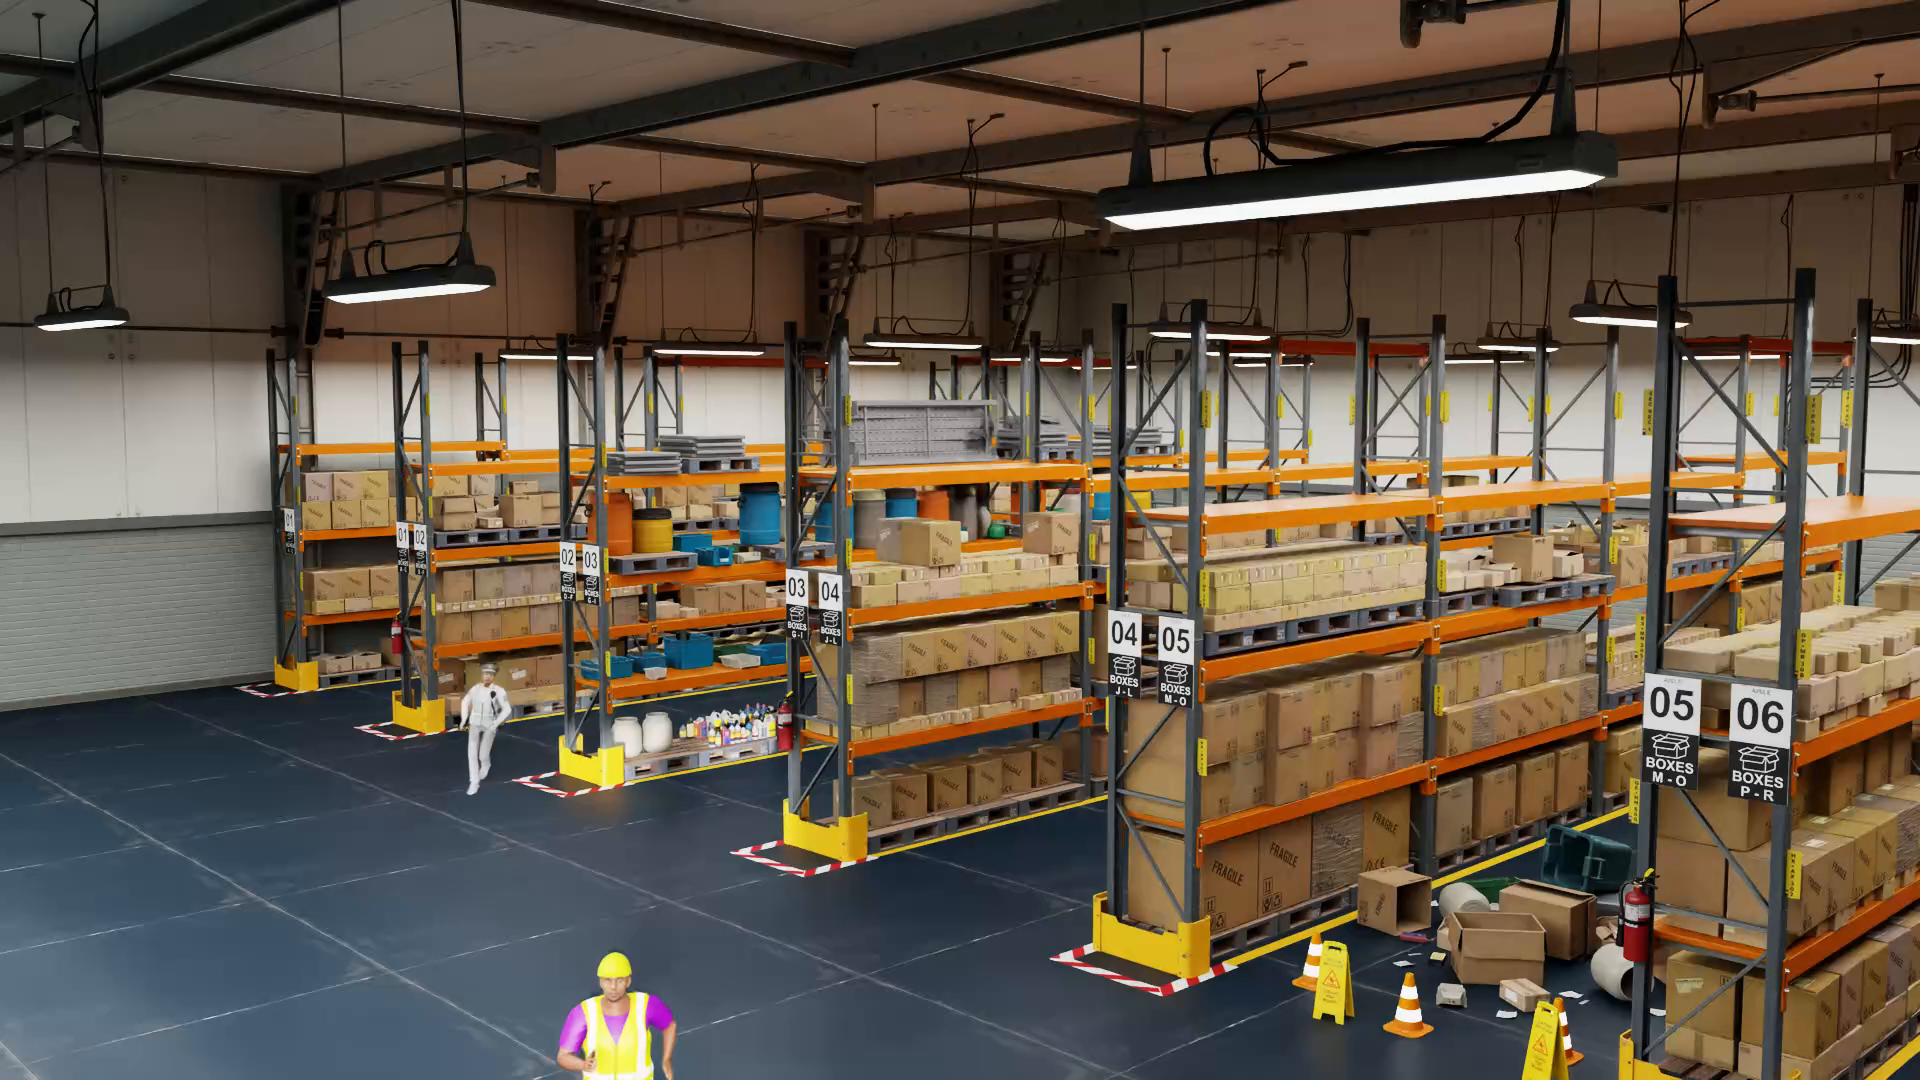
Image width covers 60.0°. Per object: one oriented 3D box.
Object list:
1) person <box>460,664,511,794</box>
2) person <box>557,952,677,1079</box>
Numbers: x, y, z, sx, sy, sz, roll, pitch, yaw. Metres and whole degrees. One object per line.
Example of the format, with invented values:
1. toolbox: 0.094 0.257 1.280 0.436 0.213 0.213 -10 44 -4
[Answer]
1. person: -6.269 2.462 21.868 0.646 1.667 0.616 0 5 -1
2. person: -2.088 3.381 10.122 0.698 1.757 0.982 0 5 -6
